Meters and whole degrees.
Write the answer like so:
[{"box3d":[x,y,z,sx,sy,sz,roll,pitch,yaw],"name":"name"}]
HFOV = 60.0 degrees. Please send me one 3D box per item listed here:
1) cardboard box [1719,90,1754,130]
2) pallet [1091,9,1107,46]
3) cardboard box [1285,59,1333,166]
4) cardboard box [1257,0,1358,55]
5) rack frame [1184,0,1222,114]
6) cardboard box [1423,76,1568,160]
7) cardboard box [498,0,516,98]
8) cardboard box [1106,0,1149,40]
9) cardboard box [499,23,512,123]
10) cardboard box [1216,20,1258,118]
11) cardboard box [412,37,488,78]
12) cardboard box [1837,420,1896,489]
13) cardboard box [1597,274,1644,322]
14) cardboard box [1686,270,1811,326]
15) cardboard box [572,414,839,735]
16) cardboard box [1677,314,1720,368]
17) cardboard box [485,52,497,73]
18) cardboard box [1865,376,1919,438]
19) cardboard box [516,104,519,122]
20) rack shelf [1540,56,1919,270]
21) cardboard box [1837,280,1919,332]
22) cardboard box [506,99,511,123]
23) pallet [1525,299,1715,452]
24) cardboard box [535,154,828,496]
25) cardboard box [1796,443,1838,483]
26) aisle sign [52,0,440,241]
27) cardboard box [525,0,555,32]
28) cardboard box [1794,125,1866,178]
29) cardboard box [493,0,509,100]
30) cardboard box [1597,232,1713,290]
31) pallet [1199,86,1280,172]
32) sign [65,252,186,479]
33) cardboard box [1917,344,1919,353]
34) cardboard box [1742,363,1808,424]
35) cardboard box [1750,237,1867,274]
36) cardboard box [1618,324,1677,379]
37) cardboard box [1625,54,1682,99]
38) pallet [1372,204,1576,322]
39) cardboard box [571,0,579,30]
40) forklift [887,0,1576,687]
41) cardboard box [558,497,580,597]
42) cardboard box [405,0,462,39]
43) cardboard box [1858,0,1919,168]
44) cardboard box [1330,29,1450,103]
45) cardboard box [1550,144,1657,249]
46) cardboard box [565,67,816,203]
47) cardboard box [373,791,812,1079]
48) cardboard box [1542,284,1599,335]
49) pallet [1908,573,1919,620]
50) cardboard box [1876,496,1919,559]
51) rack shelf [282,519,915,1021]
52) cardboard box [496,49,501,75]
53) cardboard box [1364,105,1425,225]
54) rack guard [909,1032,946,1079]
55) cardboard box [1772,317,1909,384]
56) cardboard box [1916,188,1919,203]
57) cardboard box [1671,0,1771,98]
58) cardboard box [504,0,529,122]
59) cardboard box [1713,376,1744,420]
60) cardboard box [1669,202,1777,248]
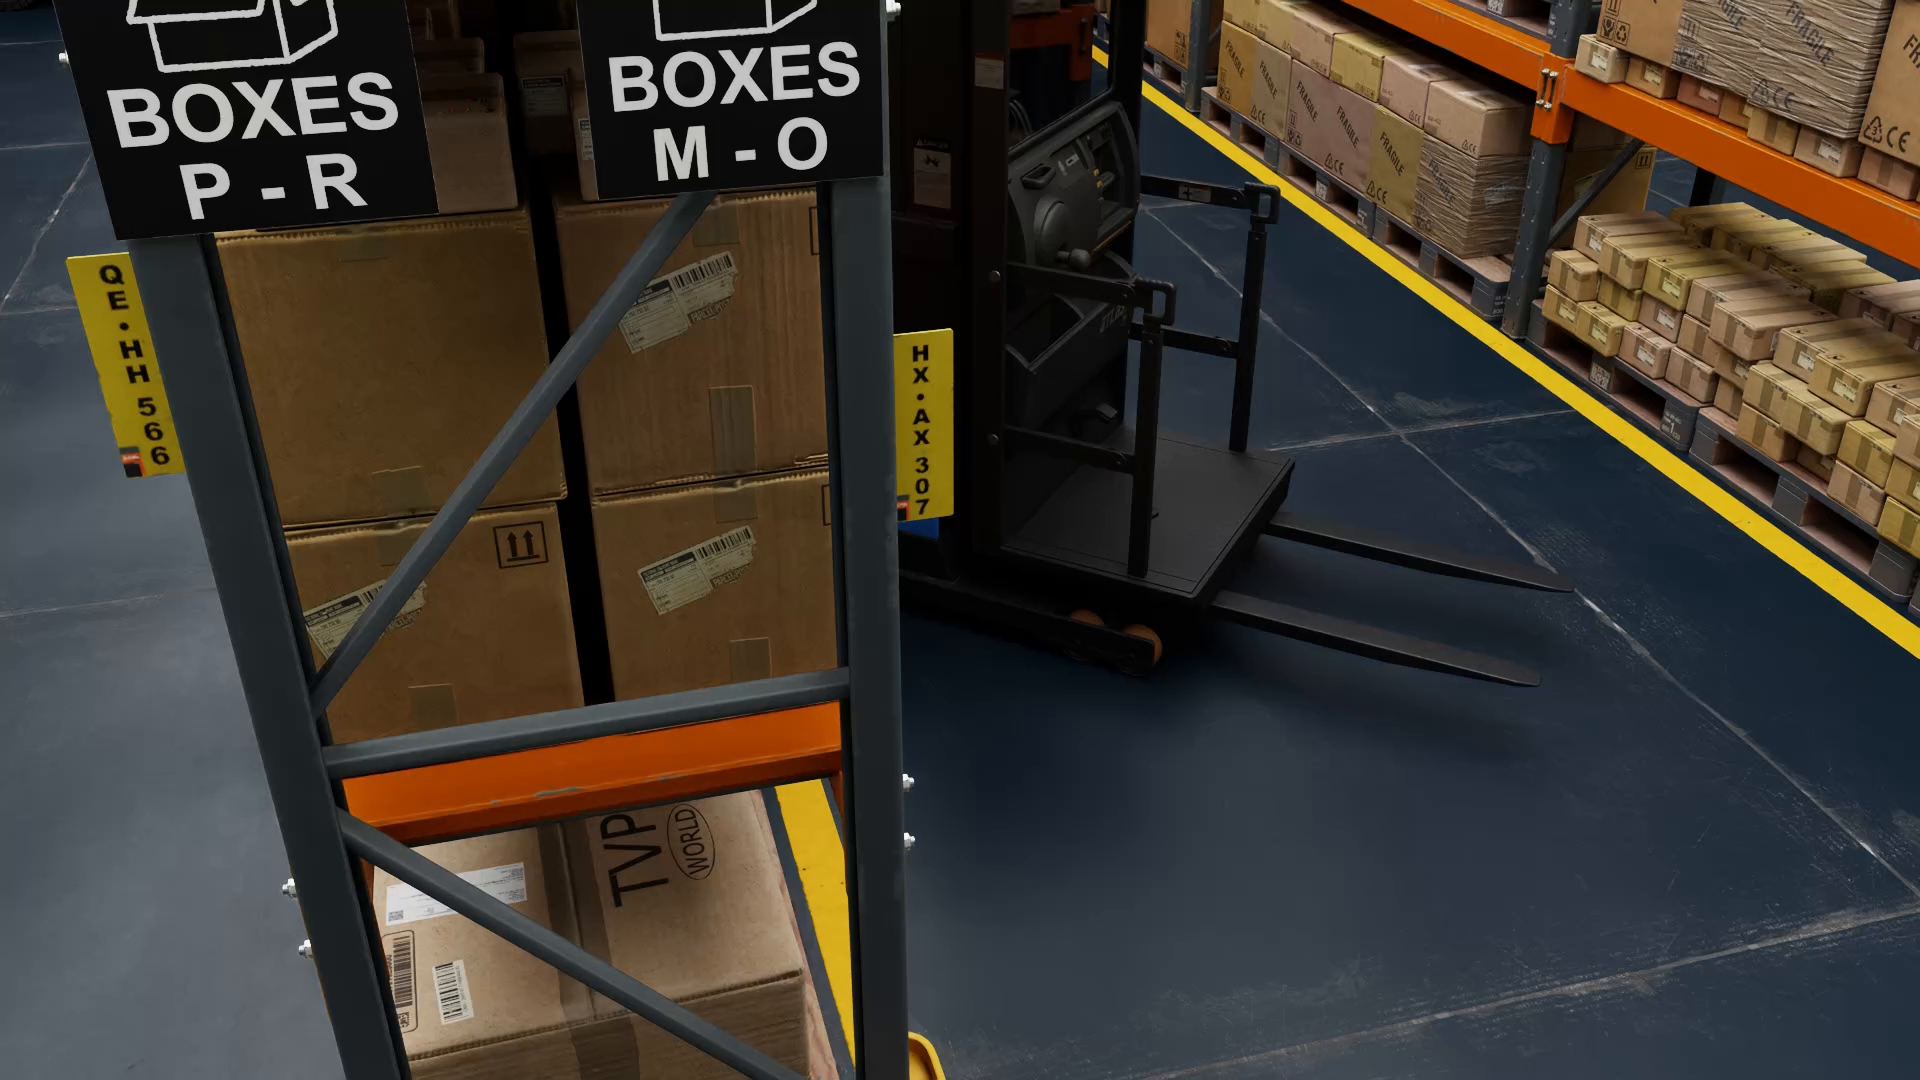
[{"box3d":[3.176,-1.677,6.404,0.380,0.149,0.250,-9,31,-15],"name":"cardboard box"},{"box3d":[1.570,-4.039,13.018,1.003,0.211,1.213,-8,31,-13],"name":"pallet"},{"box3d":[2.246,-2.502,9.654,0.500,0.500,0.500,-9,31,-15],"name":"cardboard box"},{"box3d":[2.111,-3.081,9.907,0.500,0.250,0.500,-8,31,-14],"name":"cardboard box"},{"box3d":[2.027,-4.267,10.628,1.000,3.000,0.127,-8,31,-13],"name":"rack frame"},{"box3d":[2.647,-2.086,8.187,0.500,0.250,0.500,-9,31,-15],"name":"cardboard box"},{"box3d":[-1.139,-1.667,5.037,0.500,0.500,0.500,-8,31,-14],"name":"cardboard box"},{"box3d":[1.716,-4.203,12.344,1.050,0.750,0.750,-7,31,-13],"name":"cardboard box"},{"box3d":[-1.288,-1.481,5.715,0.500,0.500,0.500,-8,31,-13],"name":"cardboard box"},{"box3d":[1.968,-2.991,10.500,0.500,0.500,0.500,-9,31,-15],"name":"cardboard box"},{"box3d":[-0.975,-0.719,2.753,0.380,0.149,0.250,-7,31,-12],"name":"cardboard box"},{"box3d":[3.395,-0.322,5.942,0.380,0.149,0.250,-6,31,-11],"name":"cardboard box"},{"box3d":[3.030,-1.084,7.258,0.380,0.149,0.250,-8,31,-13],"name":"cardboard box"},{"box3d":[3.202,-0.967,6.759,0.380,0.149,0.250,-9,31,-15],"name":"cardboard box"},{"box3d":[-0.446,-0.009,3.172,0.500,0.500,0.500,-8,31,-14],"name":"cardboard box"},{"box3d":[3.198,-0.840,6.837,0.380,0.149,0.250,-9,31,-16],"name":"cardboard box"},{"box3d":[-1.120,-0.622,3.232,0.500,0.500,0.500,-8,31,-13],"name":"cardboard box"},{"box3d":[3.467,-0.466,5.893,0.380,0.149,0.250,-9,31,-15],"name":"cardboard box"},{"box3d":[-0.998,-0.993,4.871,0.500,0.500,0.500,-8,31,-14],"name":"cardboard box"},{"box3d":[3.619,-1.058,5.801,1.077,0.370,4.000,-8,31,-13],"name":"rack shelf"},{"box3d":[3.767,-0.912,6.663,0.380,0.149,0.250,-9,31,-16],"name":"cardboard box"},{"box3d":[-2.020,-1.746,6.423,0.500,0.250,0.500,-9,31,-14],"name":"cardboard box"},{"box3d":[3.301,-0.809,7.436,1.003,0.211,1.213,-8,31,-13],"name":"pallet"},{"box3d":[-0.449,-0.442,2.921,0.500,0.500,0.500,-9,31,-14],"name":"cardboard box"},{"box3d":[3.402,-0.327,6.246,0.380,0.149,0.250,-7,31,-12],"name":"cardboard box"},{"box3d":[-0.876,-0.745,1.948,0.394,0.787,0.004,-8,31,-13],"name":"aisle sign"},{"box3d":[-0.728,-1.164,3.521,0.380,0.149,0.250,-8,31,-13],"name":"cardboard box"},{"box3d":[3.244,-1.416,5.954,0.380,0.149,0.250,-7,31,-11],"name":"cardboard box"},{"box3d":[-1.637,-1.597,4.917,0.500,0.500,0.500,-8,31,-14],"name":"cardboard box"},{"box3d":[2.996,-1.206,7.171,0.380,0.149,0.250,-6,31,-11],"name":"cardboard box"},{"box3d":[2.233,-2.683,10.674,1.003,0.211,1.213,-8,31,-13],"name":"pallet"},{"box3d":[-1.123,-0.234,2.268,0.100,0.325,0.005,-8,31,-13],"name":"sign"},{"box3d":[3.811,-0.648,6.209,0.380,0.149,0.250,-8,31,-13],"name":"cardboard box"},{"box3d":[3.254,-0.574,6.377,0.380,0.149,0.250,-8,31,-14],"name":"cardboard box"},{"box3d":[3.613,-1.166,7.103,0.380,0.149,0.250,-8,31,-14],"name":"cardboard box"},{"box3d":[3.062,-0.823,7.104,0.380,0.149,0.250,-8,31,-14],"name":"cardboard box"},{"box3d":[2.988,-1.931,6.843,0.380,0.149,0.250,-7,31,-12],"name":"cardboard box"},{"box3d":[2.880,-1.504,8.638,1.003,0.211,1.213,-8,31,-13],"name":"pallet"},{"box3d":[-0.520,-0.919,3.098,0.380,0.149,0.250,-7,31,-12],"name":"cardboard box"},{"box3d":[0.557,-1.126,5.270,3.031,2.935,1.130,14,33,23],"name":"forklift"},{"box3d":[-1.098,-0.182,3.470,0.500,0.500,0.500,-8,31,-14],"name":"cardboard box"},{"box3d":[-1.151,-0.960,3.168,0.380,0.149,0.250,-7,31,-12],"name":"cardboard box"},{"box3d":[3.385,-1.493,5.439,0.500,0.500,0.500,-6,31,-11],"name":"cardboard box"},{"box3d":[2.369,-2.589,9.056,0.500,0.250,0.500,-9,31,-15],"name":"cardboard box"},{"box3d":[3.148,-1.827,8.489,0.500,0.500,0.500,-7,31,-11],"name":"cardboard box"},{"box3d":[-0.423,-0.661,2.653,0.380,0.149,0.250,-7,31,-12],"name":"cardboard box"},{"box3d":[-0.867,0.925,3.795,0.875,0.438,0.875,-9,31,-15],"name":"cardboard box"},{"box3d":[2.875,-1.064,7.521,0.380,0.149,0.250,-9,31,-15],"name":"cardboard box"},{"box3d":[3.948,0.370,5.400,1.003,0.211,1.213,-8,31,-13],"name":"pallet"},{"box3d":[3.450,-0.060,5.786,0.380,0.149,0.250,-9,31,-15],"name":"cardboard box"},{"box3d":[-1.127,-0.351,4.580,1.077,0.370,4.000,-8,31,-13],"name":"rack shelf"},{"box3d":[-1.380,-1.104,4.066,0.500,0.500,0.500,-8,31,-14],"name":"cardboard box"},{"box3d":[2.513,-2.007,8.799,0.500,0.500,0.500,-9,31,-14],"name":"cardboard box"},{"box3d":[-0.589,1.397,3.337,1.175,0.500,0.348,-8,31,-13],"name":"rack guard"},{"box3d":[3.342,-0.713,6.320,0.380,0.149,0.250,-9,31,-15],"name":"cardboard box"},{"box3d":[3.448,-1.174,5.535,0.380,0.149,0.250,-7,31,-12],"name":"cardboard box"},{"box3d":[3.115,-1.996,6.308,0.500,0.500,0.500,-8,31,-13],"name":"cardboard box"},{"box3d":[-0.737,-0.938,3.779,0.500,0.500,0.500,-8,31,-14],"name":"cardboard box"},{"box3d":[3.282,-0.582,6.687,0.380,0.149,0.250,-9,31,-15],"name":"cardboard box"},{"box3d":[3.434,-1.403,7.513,0.380,0.149,0.250,-7,31,-12],"name":"cardboard box"}]
